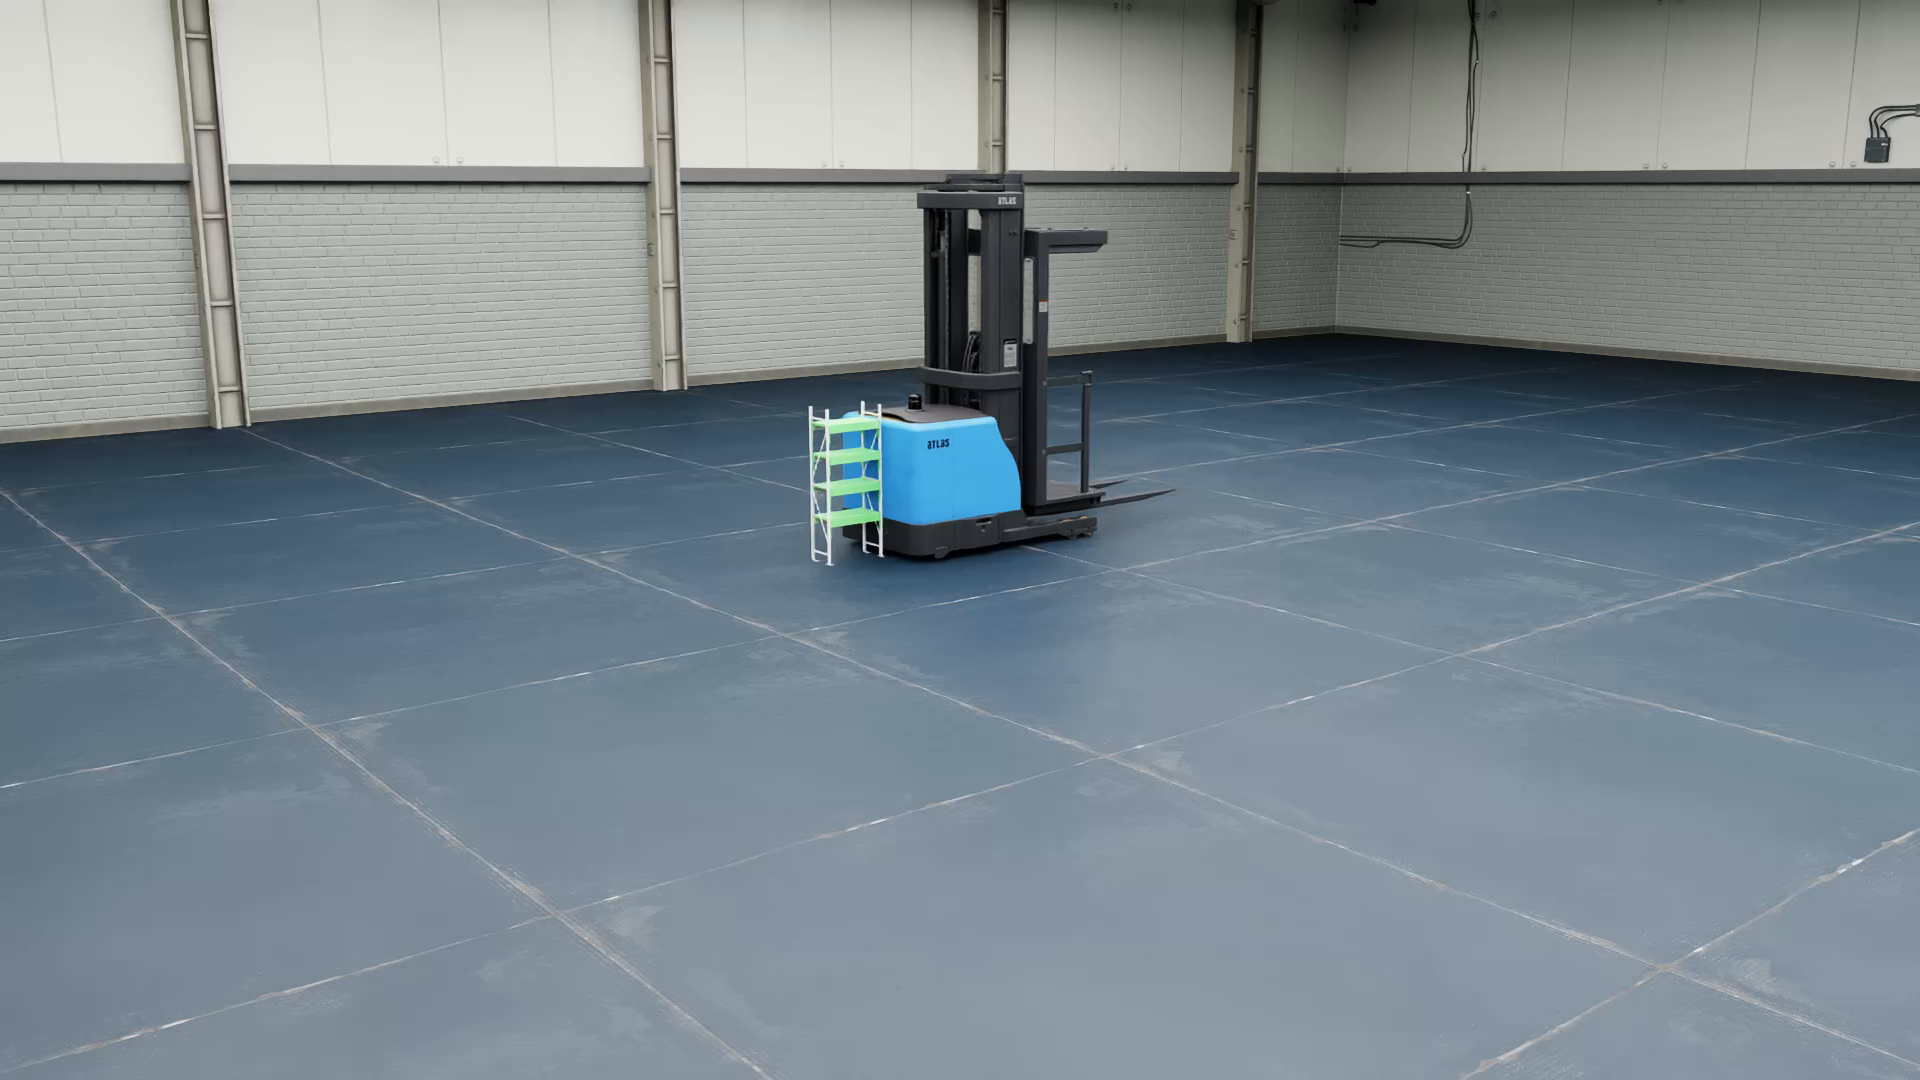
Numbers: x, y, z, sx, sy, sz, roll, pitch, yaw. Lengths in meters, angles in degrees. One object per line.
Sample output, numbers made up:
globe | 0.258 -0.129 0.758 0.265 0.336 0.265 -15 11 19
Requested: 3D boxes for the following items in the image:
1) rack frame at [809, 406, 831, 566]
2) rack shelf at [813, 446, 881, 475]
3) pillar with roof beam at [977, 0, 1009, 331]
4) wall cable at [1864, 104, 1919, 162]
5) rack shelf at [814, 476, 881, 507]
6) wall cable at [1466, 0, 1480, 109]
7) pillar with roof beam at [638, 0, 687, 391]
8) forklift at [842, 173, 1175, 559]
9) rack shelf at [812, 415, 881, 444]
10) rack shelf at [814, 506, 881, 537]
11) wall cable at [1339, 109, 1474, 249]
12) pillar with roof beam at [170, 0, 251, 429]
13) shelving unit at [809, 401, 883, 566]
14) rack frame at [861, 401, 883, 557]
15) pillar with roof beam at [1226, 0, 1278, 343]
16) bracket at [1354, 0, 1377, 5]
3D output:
rack frame | -1.065 -0.408 12.660 0.015 1.200 0.240 -10 15 -38
rack shelf | -0.875 -0.612 12.774 0.480 0.148 0.258 -10 15 -38
pillar with roof beam | 3.223 -6.644 23.253 0.400 9.000 9.100 -9 15 -38
wall cable | 14.264 -8.410 23.383 0.169 6.003 2.305 -9 15 -38
rack shelf | -0.875 -0.377 12.823 0.480 0.148 0.258 -10 15 -38
wall cable | 10.036 -8.801 28.729 0.112 2.526 3.097 -9 15 -38
pillar with roof beam | -1.462 -5.865 19.586 0.400 9.000 9.100 -9 15 -38
forklift | 0.512 -1.516 13.712 3.031 2.935 1.130 -10 15 -38
rack shelf | -0.875 -0.847 12.724 0.480 0.148 0.258 -10 15 -38
rack shelf | -0.875 -0.142 12.873 0.480 0.148 0.258 -10 15 -38
wall cable | 8.346 -6.770 31.320 0.112 2.526 3.097 -9 15 -38
pillar with roof beam | -6.147 -5.087 15.920 0.400 9.000 9.100 -9 15 -38
shelving unit | -0.875 -0.440 12.810 0.503 1.200 0.258 -10 15 -38
rack frame | -0.686 -0.472 12.961 0.015 1.200 0.240 -10 15 -38
pillar with roof beam | 7.908 -7.422 26.919 0.548 9.000 9.100 -9 15 -38
bracket | 7.616 -10.185 31.264 0.430 0.232 0.235 -9 15 -38
